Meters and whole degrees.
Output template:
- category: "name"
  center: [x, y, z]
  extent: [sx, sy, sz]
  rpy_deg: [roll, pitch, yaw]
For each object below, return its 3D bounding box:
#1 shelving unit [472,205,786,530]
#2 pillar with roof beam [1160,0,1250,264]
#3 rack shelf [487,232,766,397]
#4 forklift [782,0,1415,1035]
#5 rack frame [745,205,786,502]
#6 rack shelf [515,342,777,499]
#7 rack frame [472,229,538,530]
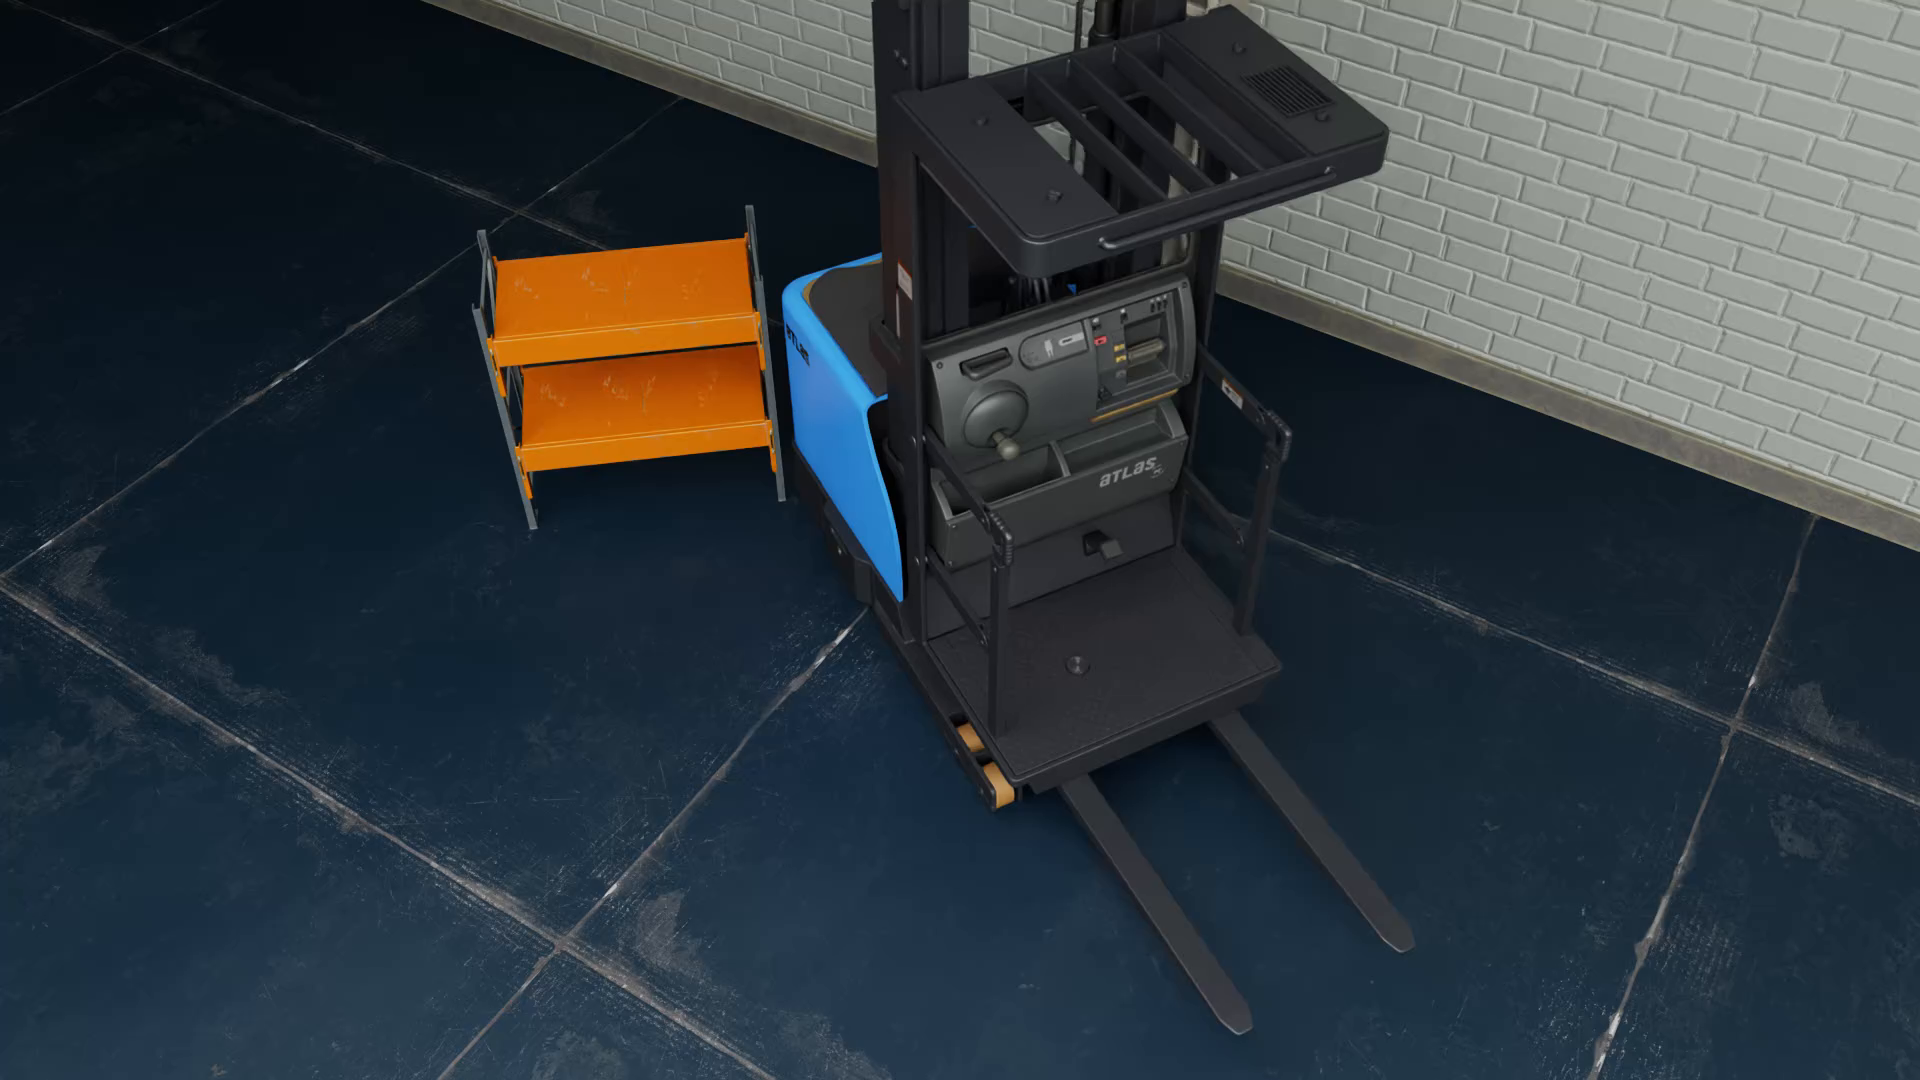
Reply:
- category: "shelving unit"
  center: [-1.279, -0.671, 6.617]
  extent: [1.048, 1.125, 0.538]
  rpy_deg: [-7, 46, -6]
- category: "pillar with roof beam"
  center: [-1.375, -1.732, 2.158]
  extent: [0.400, 9.000, 9.100]
  rpy_deg: [25, 51, 22]
- category: "rack shelf"
  center: [-1.279, -0.875, 6.408]
  extent: [1.000, 0.278, 0.538]
  rpy_deg: [-7, 46, -6]
- category: "forklift"
  center: [0.439, -0.453, 5.147]
  extent: [1.130, 2.935, 3.031]
  rpy_deg: [-20, 49, -19]
- category: "rack frame"
  center: [-0.777, -0.729, 6.674]
  extent: [0.032, 1.125, 0.500]
  rpy_deg: [-7, 46, -6]
- category: "rack shelf"
  center: [-1.279, -0.500, 6.793]
  extent: [1.000, 0.278, 0.538]
  rpy_deg: [-7, 46, -6]
- category: "rack frame"
  center: [-1.781, -0.612, 6.561]
  extent: [0.032, 1.125, 0.500]
  rpy_deg: [-7, 46, -6]
